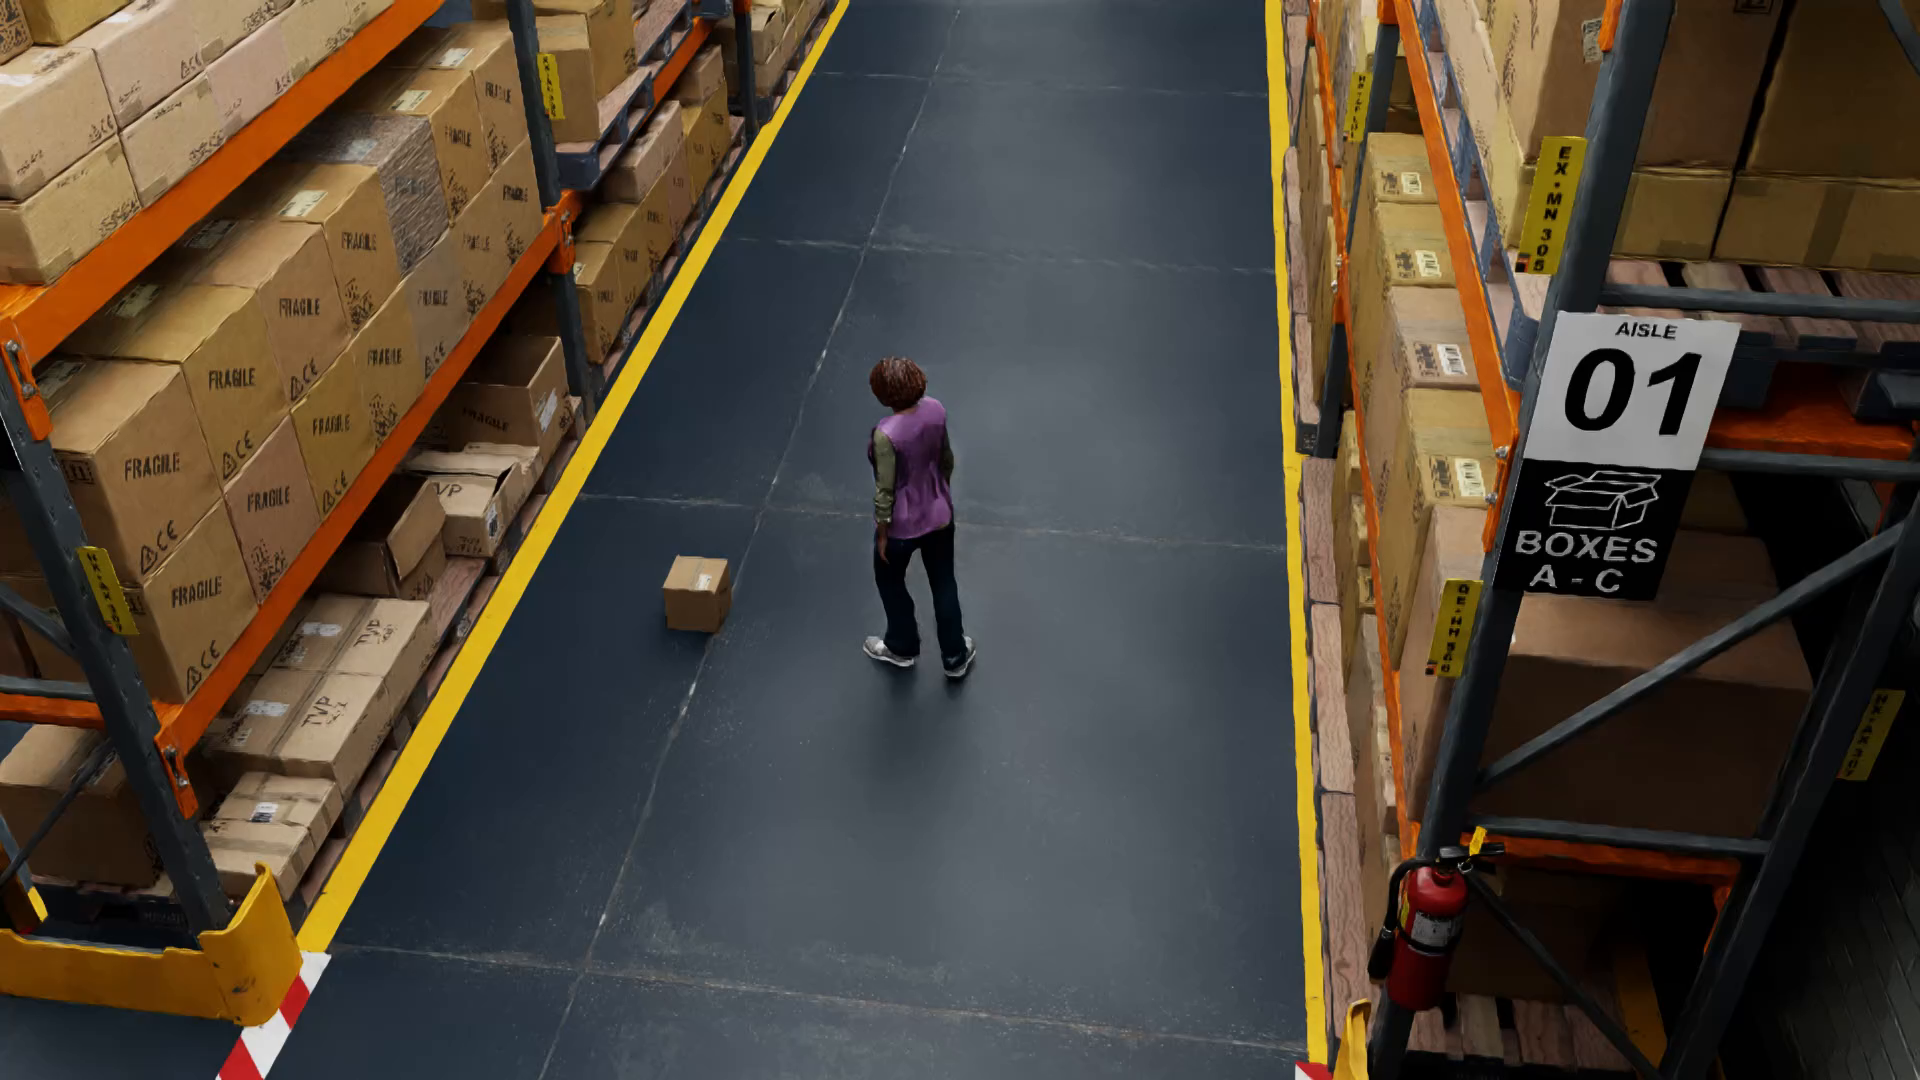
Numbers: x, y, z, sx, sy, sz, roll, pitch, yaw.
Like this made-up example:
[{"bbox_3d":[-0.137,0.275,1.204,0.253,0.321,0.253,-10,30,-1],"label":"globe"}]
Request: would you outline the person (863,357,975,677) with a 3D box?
[{"bbox_3d":[-0.184,-0.087,7.160,0.479,1.596,0.487,-26,44,-30],"label":"person"}]
